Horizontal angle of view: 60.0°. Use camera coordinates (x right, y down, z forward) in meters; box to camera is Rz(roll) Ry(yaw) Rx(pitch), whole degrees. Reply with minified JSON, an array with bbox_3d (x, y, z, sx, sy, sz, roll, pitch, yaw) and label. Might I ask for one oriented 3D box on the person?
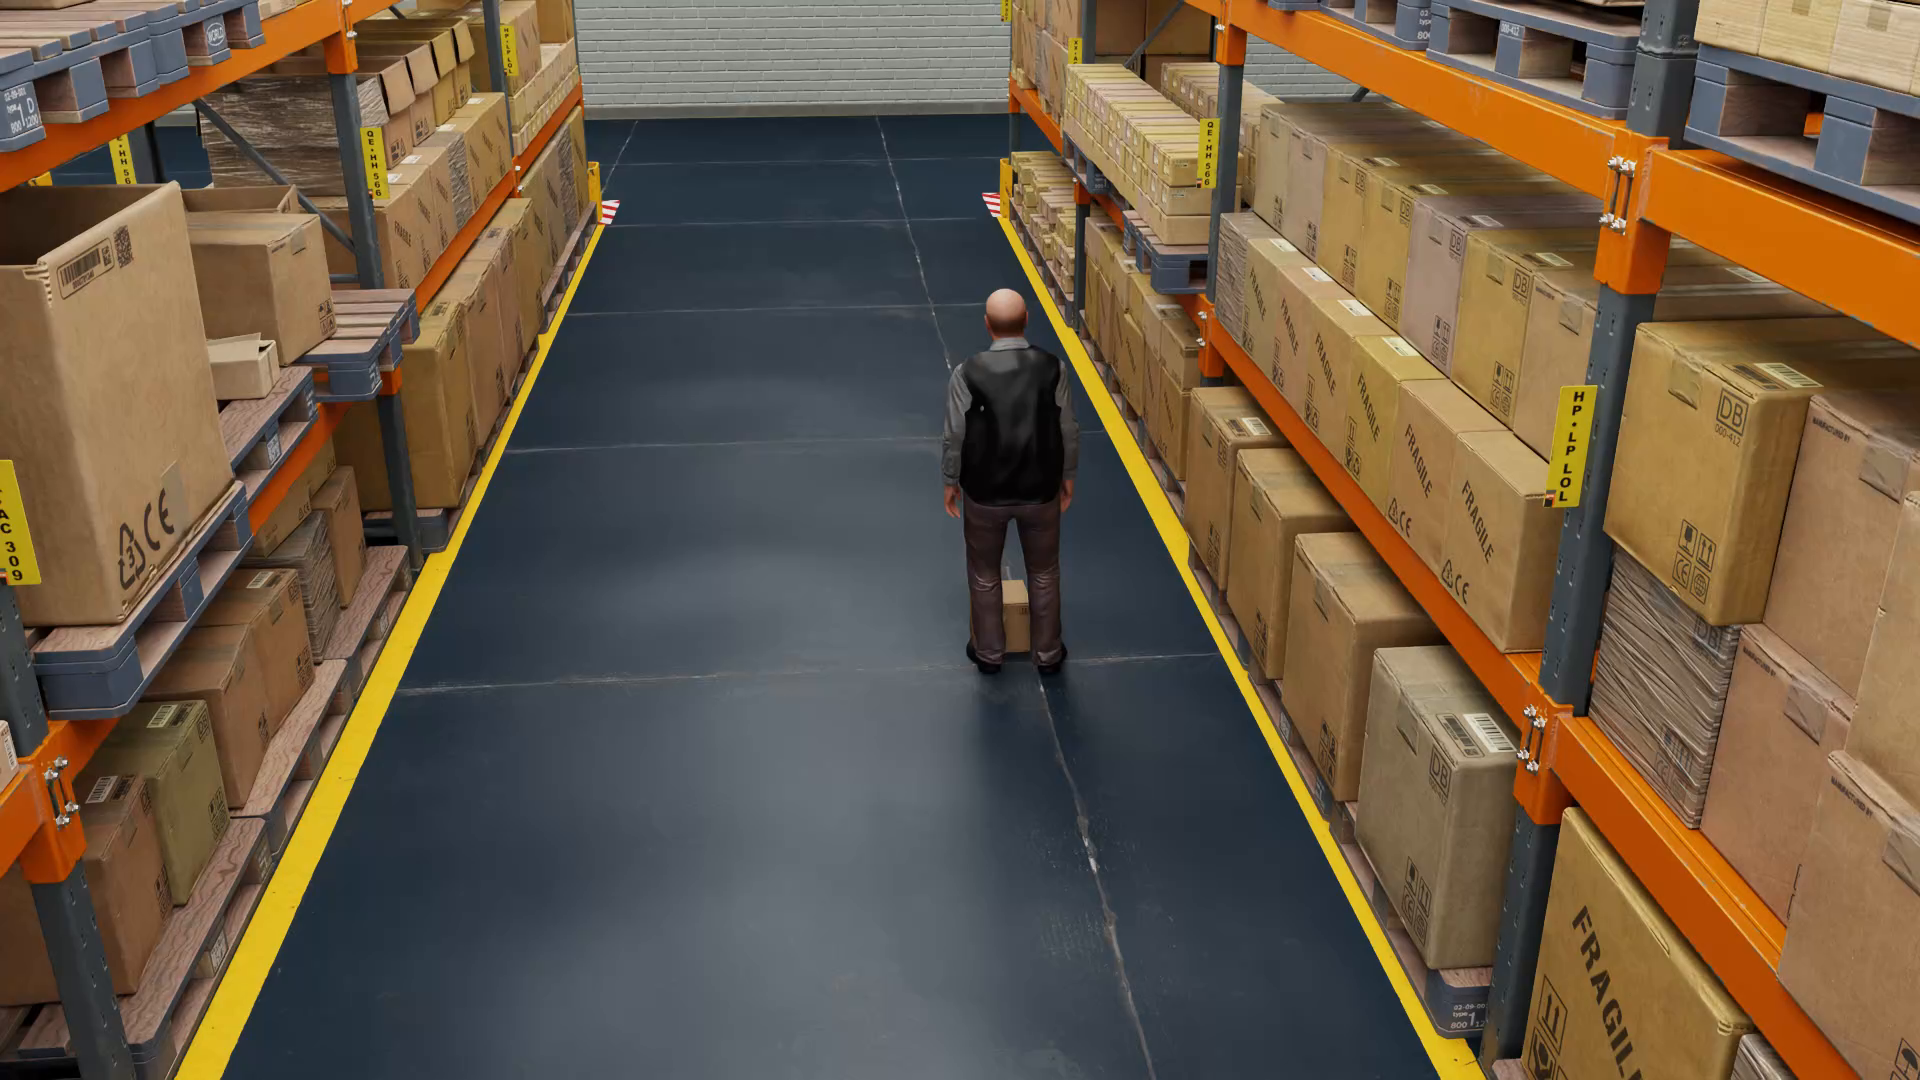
[{"bbox_3d":[0.213,-0.219,7.132,0.587,1.721,0.462,-3,24,-6],"label":"person"}]
